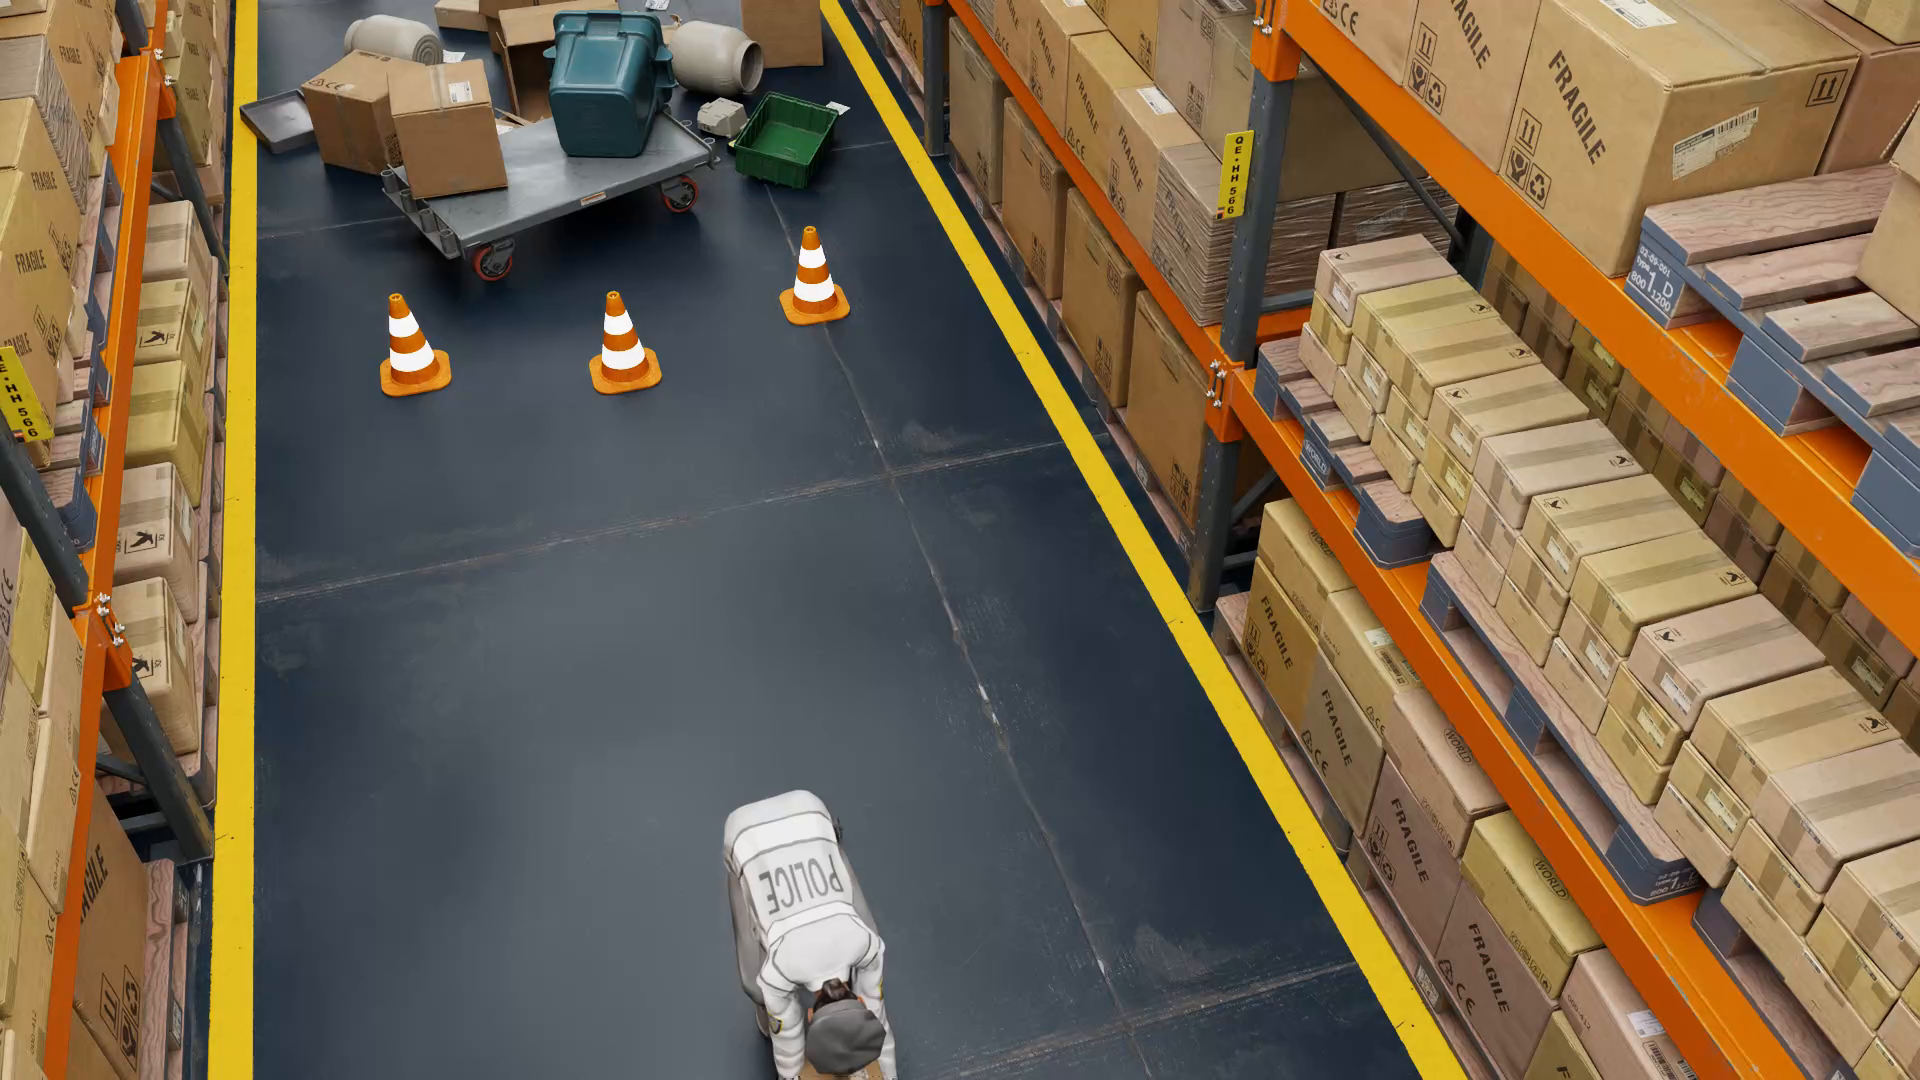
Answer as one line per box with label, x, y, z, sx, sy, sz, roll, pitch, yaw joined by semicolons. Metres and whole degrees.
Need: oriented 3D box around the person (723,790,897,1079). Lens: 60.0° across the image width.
person;-0.465;1.343;5.269;0.460;0.889;0.879;-14;44;-15
